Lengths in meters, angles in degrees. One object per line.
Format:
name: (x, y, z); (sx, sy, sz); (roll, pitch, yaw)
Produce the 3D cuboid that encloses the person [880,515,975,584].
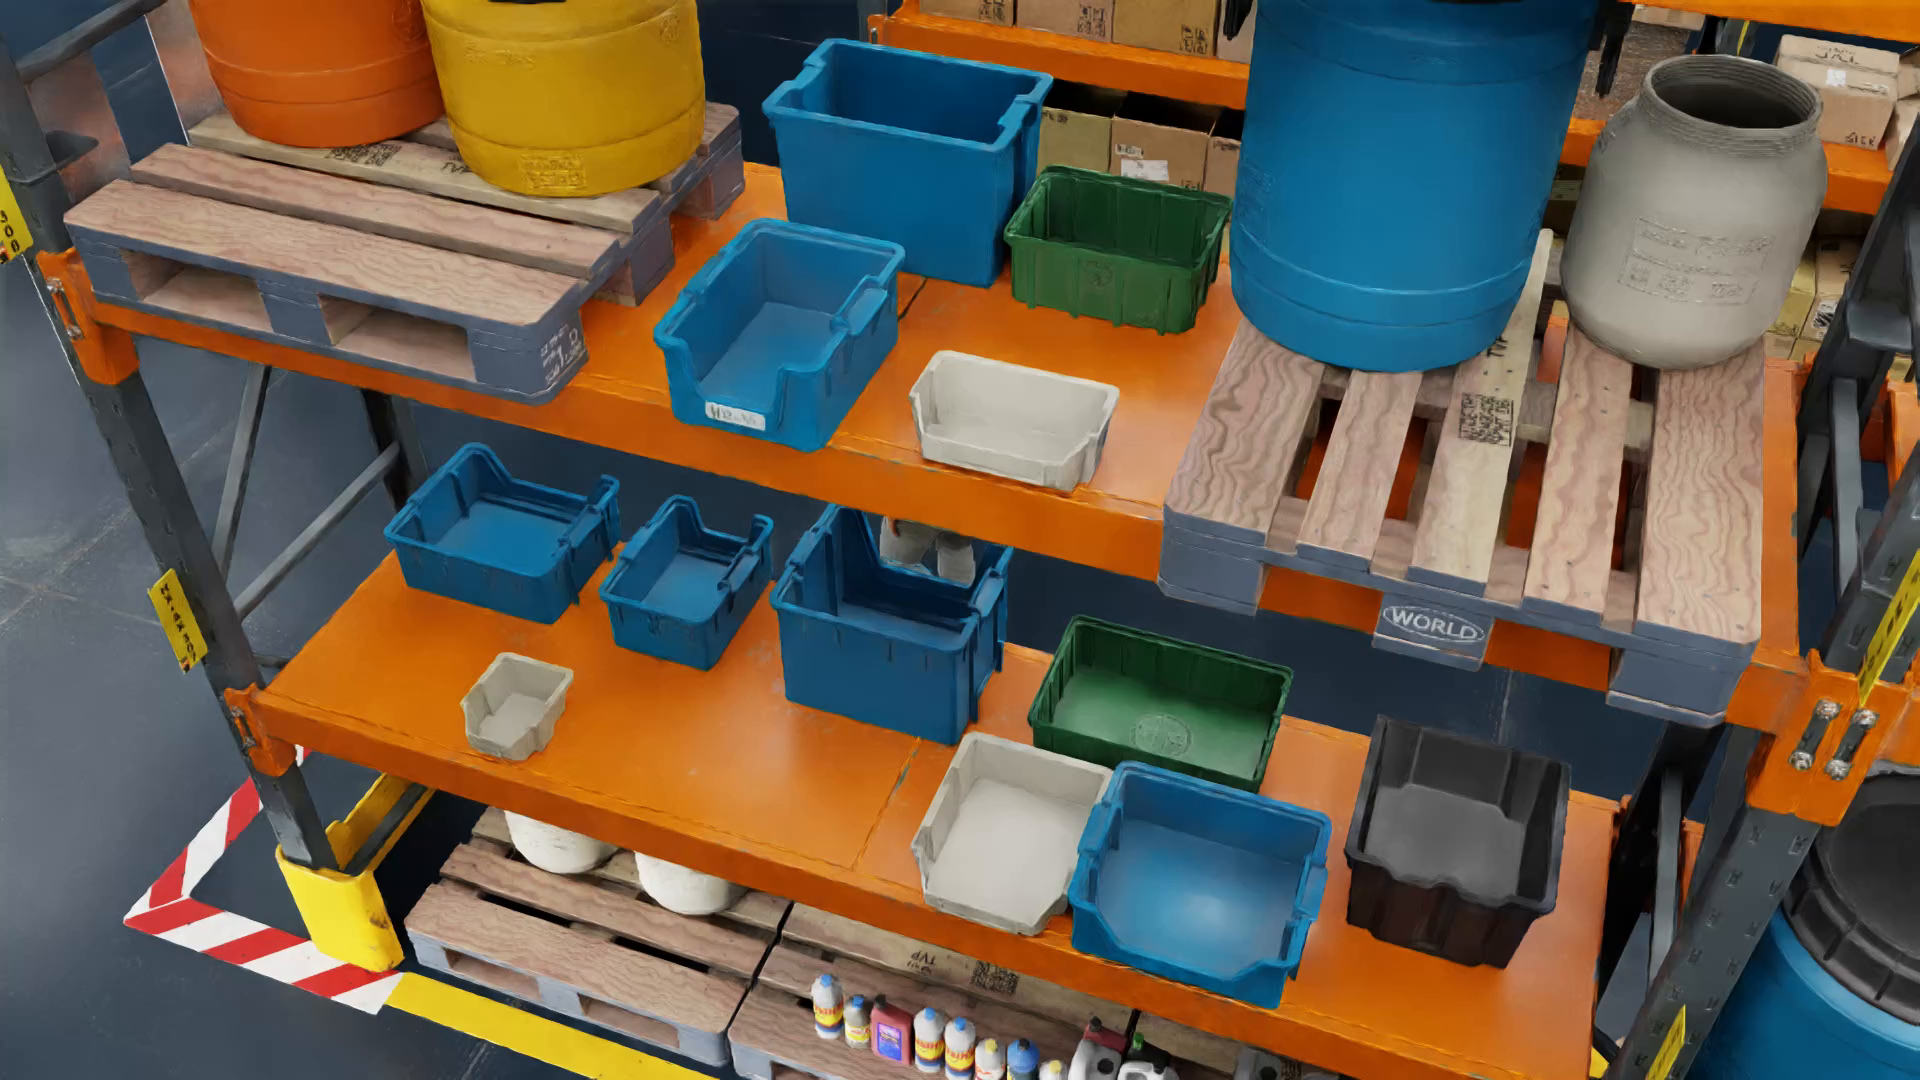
person: (-0.058, -0.187, 6.368); (0.547, 1.655, 0.582); (-24, 47, -25)
